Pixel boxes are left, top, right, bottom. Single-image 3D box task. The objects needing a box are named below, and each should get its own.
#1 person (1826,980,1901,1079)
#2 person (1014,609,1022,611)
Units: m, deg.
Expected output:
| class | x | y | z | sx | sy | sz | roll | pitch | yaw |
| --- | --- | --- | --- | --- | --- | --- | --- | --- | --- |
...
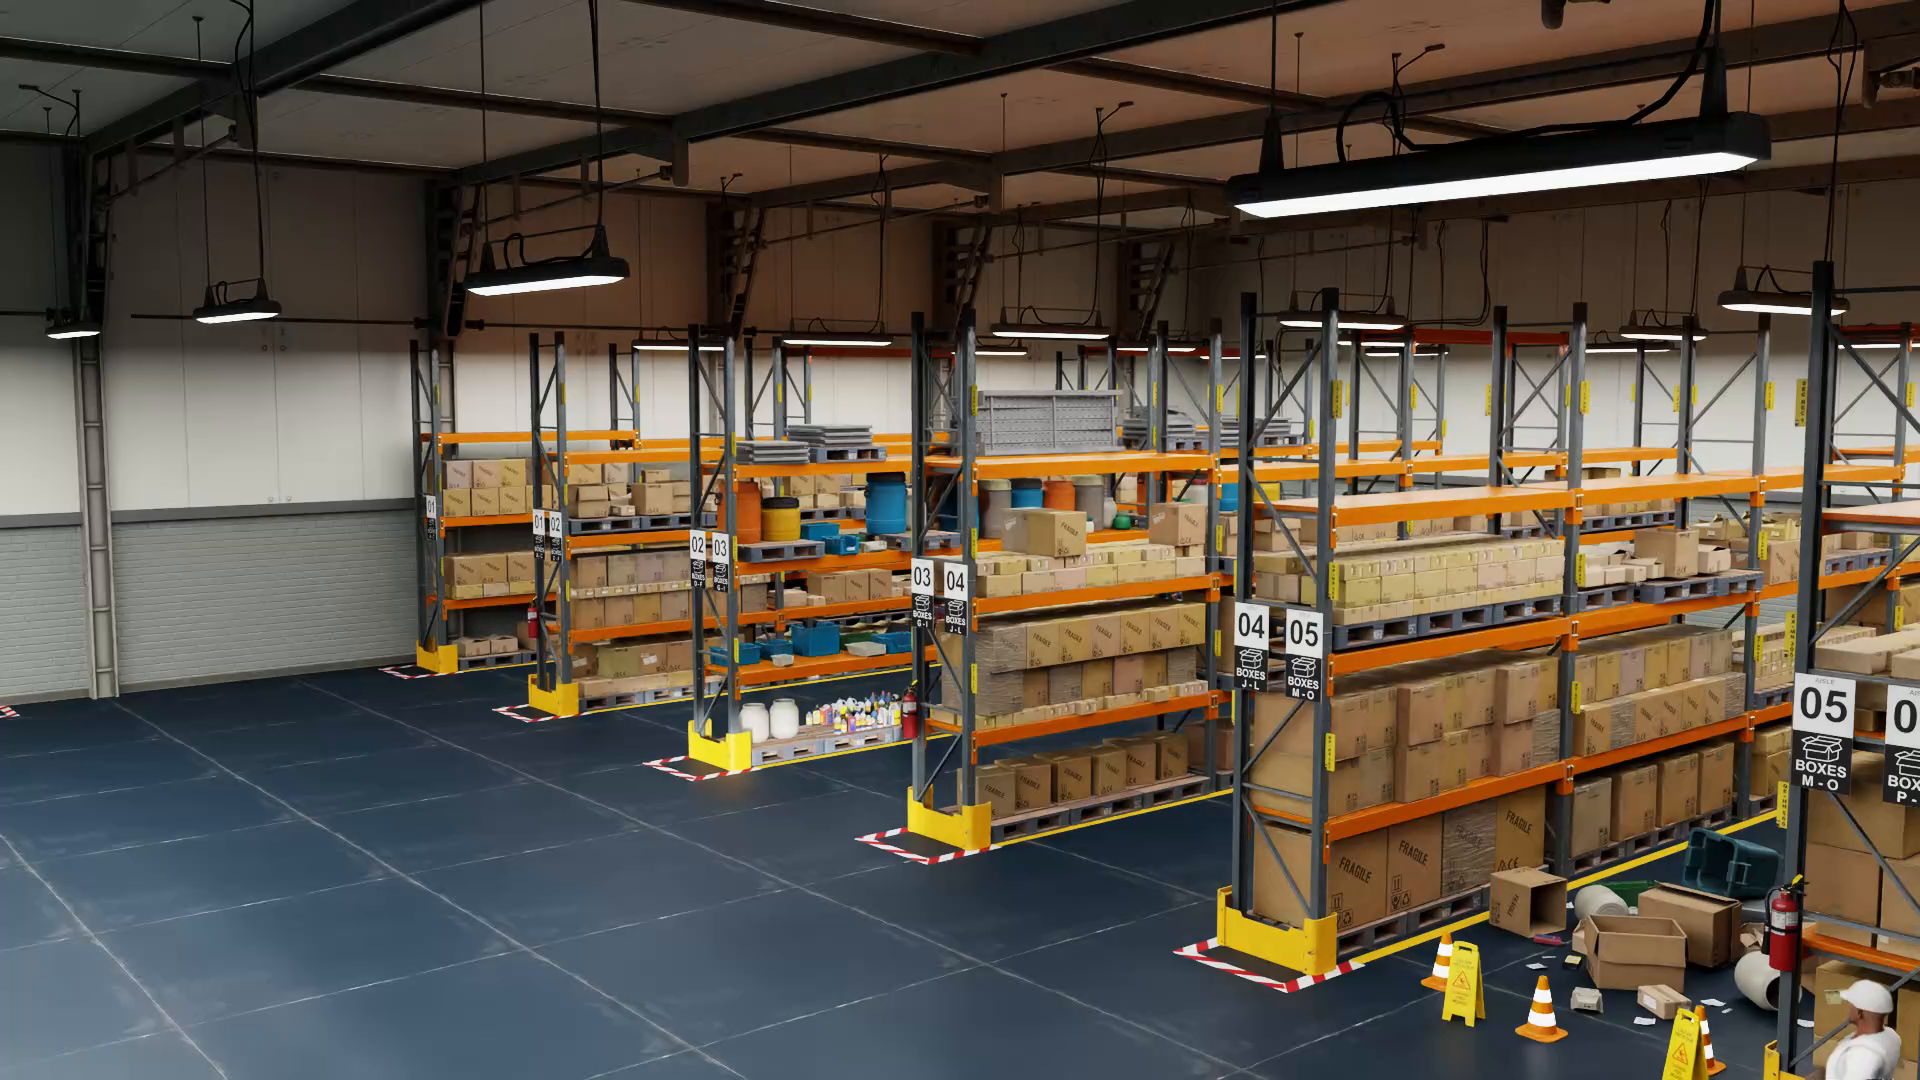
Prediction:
| class | x | y | z | sx | sy | sz | roll | pitch | yaw |
| --- | --- | --- | --- | --- | --- | --- | --- | --- | --- |
| person | 5.150 | 3.425 | 9.628 | 0.508 | 1.808 | 0.586 | 2 | 6 | 22 |
| person | 1.057 | 1.704 | 28.398 | 0.928 | 1.649 | 0.456 | -3 | 6 | -33 |
